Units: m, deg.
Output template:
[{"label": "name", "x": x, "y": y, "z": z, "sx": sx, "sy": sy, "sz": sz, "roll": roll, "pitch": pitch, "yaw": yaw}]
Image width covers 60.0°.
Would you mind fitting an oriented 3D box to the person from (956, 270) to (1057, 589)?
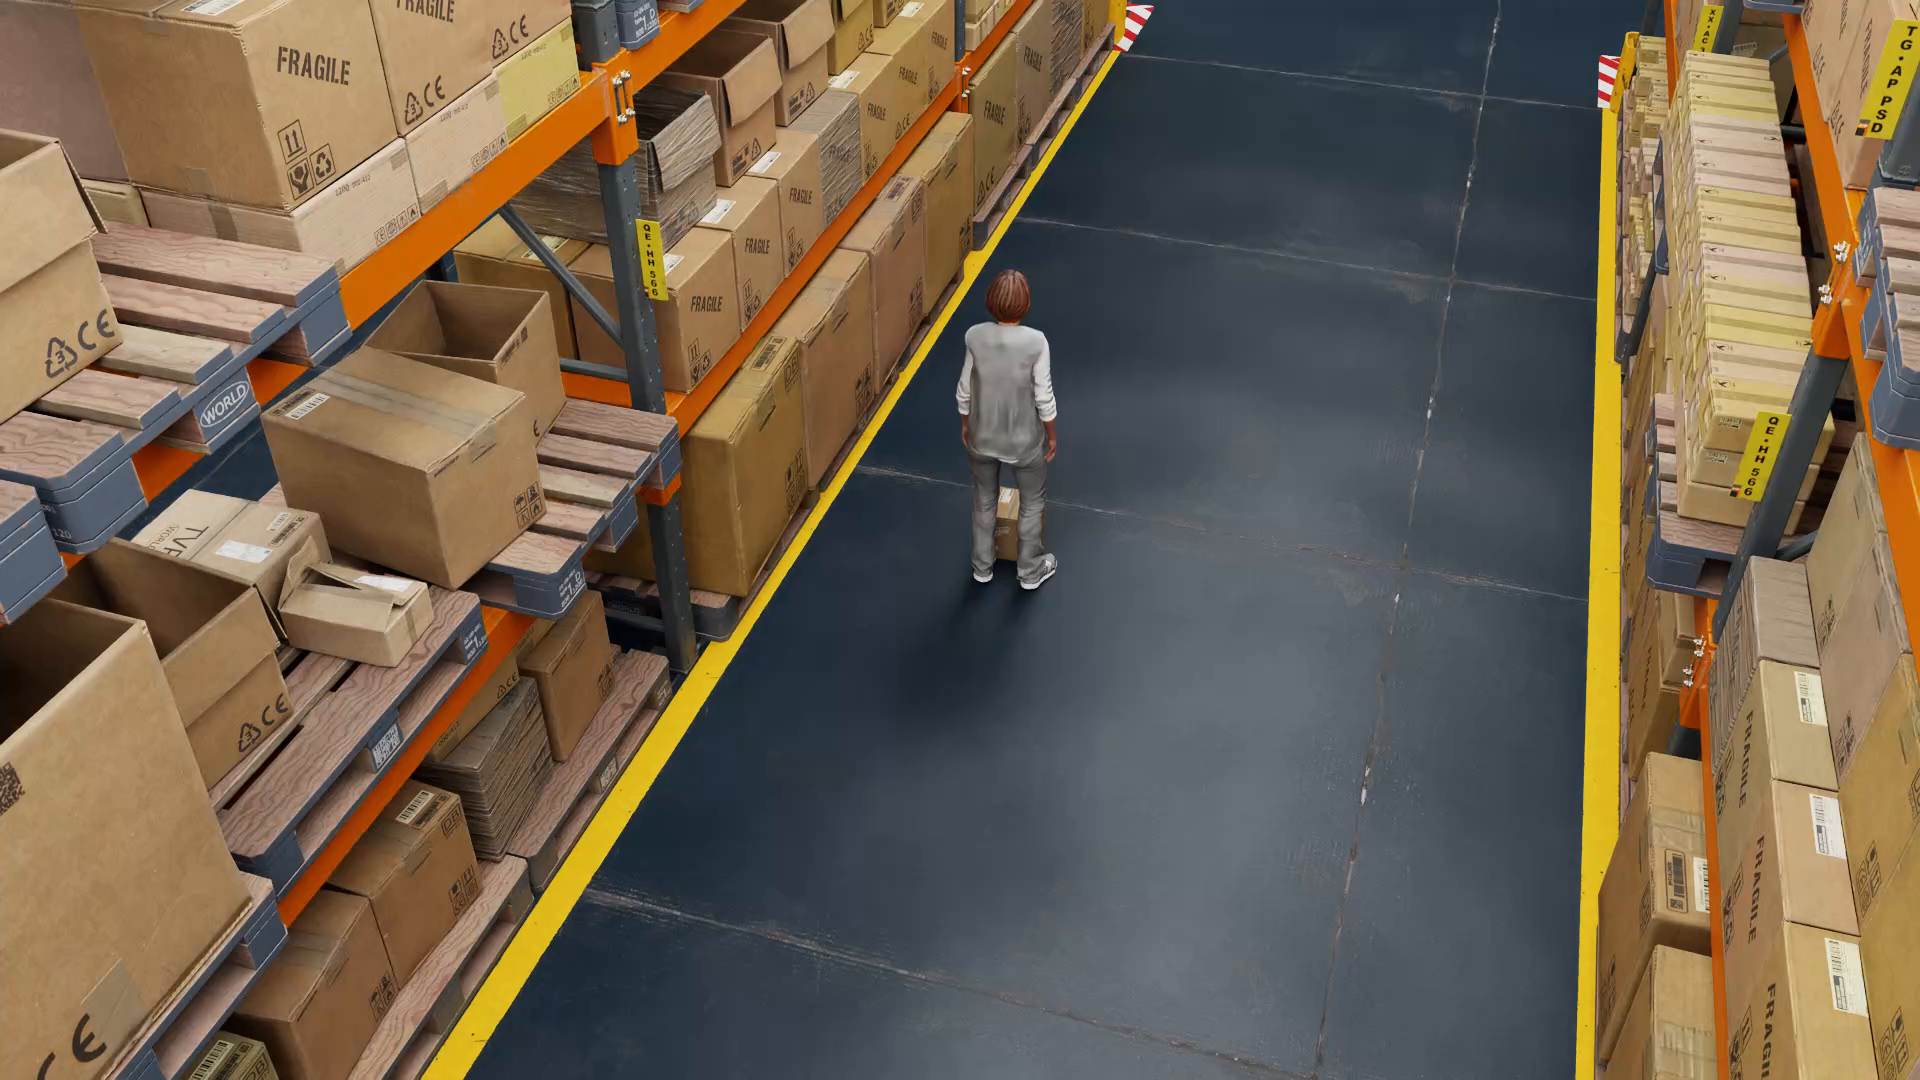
[{"label": "person", "x": 0.213, "y": -0.463, "z": 7.500, "sx": 0.460, "sy": 1.593, "sz": 0.346, "roll": 10, "pitch": 39, "yaw": 13}]
